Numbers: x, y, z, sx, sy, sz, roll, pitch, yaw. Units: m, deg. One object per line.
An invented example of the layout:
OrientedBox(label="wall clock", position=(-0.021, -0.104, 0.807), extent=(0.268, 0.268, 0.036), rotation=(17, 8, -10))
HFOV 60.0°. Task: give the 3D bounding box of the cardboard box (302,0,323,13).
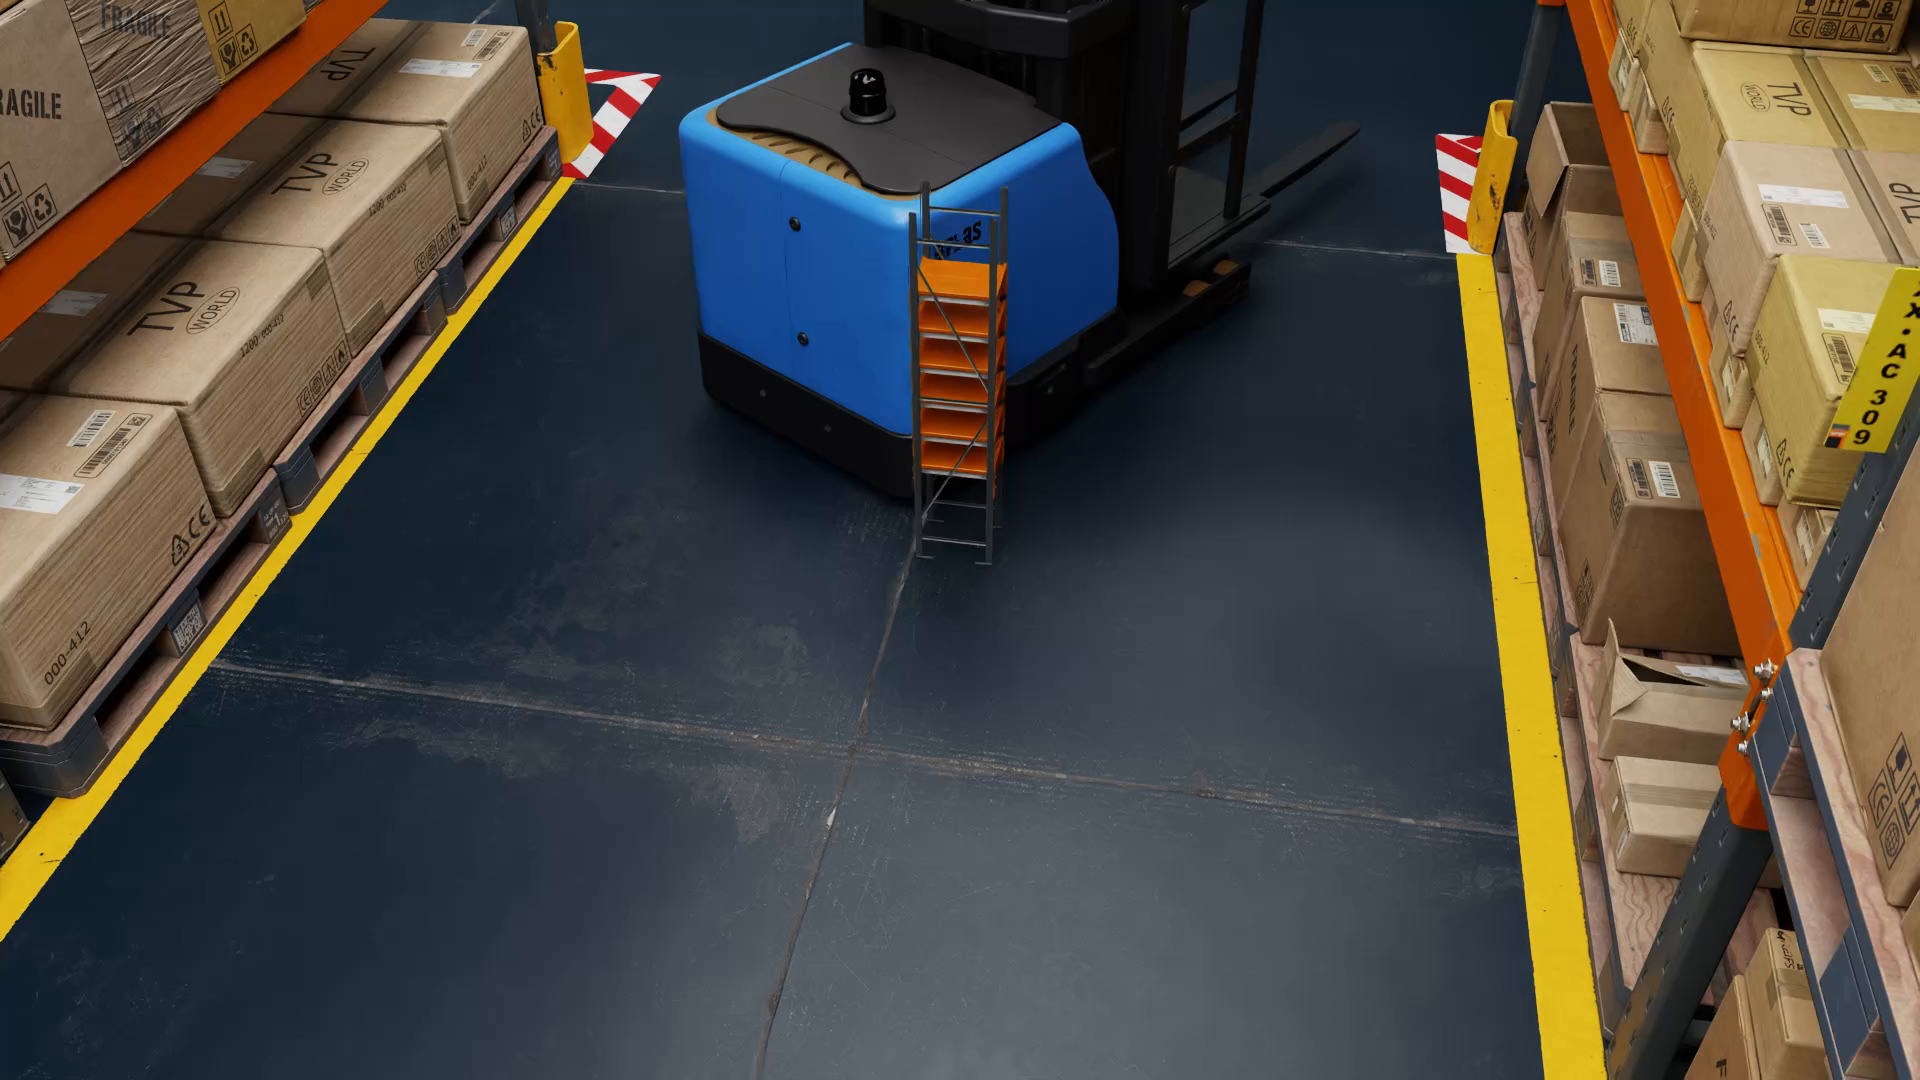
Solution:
OrientedBox(label="cardboard box", position=(-2.239, -2.006, 5.243), extent=(0.500, 0.500, 0.500), rotation=(7, 40, 9))

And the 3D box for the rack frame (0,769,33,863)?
OrientedBox(label="rack frame", position=(-2.928, -0.426, 3.411), extent=(1.000, 3.000, 0.127), rotation=(6, 40, 8))

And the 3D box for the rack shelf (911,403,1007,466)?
OrientedBox(label="rack shelf", position=(-0.002, -0.327, 4.961), extent=(0.258, 0.103, 0.180), rotation=(6, 40, 8))

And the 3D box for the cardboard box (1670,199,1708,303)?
OrientedBox(label="cardboard box", position=(1.902, -0.669, 3.902), extent=(0.380, 0.149, 0.250), rotation=(6, 40, 7))

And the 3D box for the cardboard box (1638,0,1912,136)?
OrientedBox(label="cardboard box", position=(2.071, -1.235, 4.274), extent=(0.500, 0.250, 0.500), rotation=(5, 40, 7))

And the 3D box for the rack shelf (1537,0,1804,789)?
OrientedBox(label="rack shelf", position=(2.308, -0.859, 4.499), extent=(1.077, 0.370, 4.000), rotation=(6, 40, 8))

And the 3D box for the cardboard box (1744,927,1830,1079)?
OrientedBox(label="cardboard box", position=(1.638, 0.866, 2.971), extent=(0.380, 0.149, 0.250), rotation=(8, 40, 10))

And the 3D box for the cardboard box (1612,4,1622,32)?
OrientedBox(label="cardboard box", position=(2.213, -1.633, 5.068), extent=(0.380, 0.149, 0.250), rotation=(8, 40, 9))

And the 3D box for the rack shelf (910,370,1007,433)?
OrientedBox(label="rack shelf", position=(-0.002, -0.419, 4.885), extent=(0.258, 0.103, 0.180), rotation=(6, 40, 8))

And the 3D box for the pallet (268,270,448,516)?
OrientedBox(label="pallet", position=(-2.510, -0.588, 5.795), extent=(1.003, 0.211, 1.213), rotation=(6, 40, 8))

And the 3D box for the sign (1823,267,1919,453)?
OrientedBox(label="sign", position=(1.426, -0.269, 2.543), extent=(0.100, 0.325, 0.005), rotation=(6, 40, 8))

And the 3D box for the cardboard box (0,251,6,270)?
OrientedBox(label="cardboard box", position=(-2.588, -0.730, 3.700), extent=(0.500, 0.500, 0.500), rotation=(8, 40, 9))

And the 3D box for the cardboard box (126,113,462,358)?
OrientedBox(label="cardboard box", position=(-2.401, -1.110, 5.920), extent=(0.875, 0.438, 0.875), rotation=(7, 40, 9))

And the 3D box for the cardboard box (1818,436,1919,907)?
OrientedBox(label="cardboard box", position=(1.658, 0.198, 2.249), extent=(0.700, 0.500, 0.500), rotation=(7, 40, 9))

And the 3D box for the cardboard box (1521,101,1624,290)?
OrientedBox(label="cardboard box", position=(2.455, -1.218, 5.998), extent=(0.797, 0.503, 0.637), rotation=(5, 40, 6))

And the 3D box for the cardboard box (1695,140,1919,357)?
OrientedBox(label="cardboard box", position=(1.882, -0.600, 3.506), extent=(0.500, 0.250, 0.500), rotation=(7, 40, 8))

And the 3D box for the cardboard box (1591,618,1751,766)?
OrientedBox(label="cardboard box", position=(1.831, 0.405, 4.222), extent=(0.396, 0.266, 0.258), rotation=(8, 40, 9))

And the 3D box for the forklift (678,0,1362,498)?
OrientedBox(label="forklift", position=(0.453, -2.124, 5.519), extent=(1.130, 2.935, 3.031), rotation=(29, 48, 30))

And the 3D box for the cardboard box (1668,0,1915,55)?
OrientedBox(label="cardboard box", position=(2.051, -1.541, 4.055), extent=(0.500, 0.500, 0.500), rotation=(7, 40, 9))

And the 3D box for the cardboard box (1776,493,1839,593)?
OrientedBox(label="cardboard box", position=(1.768, -0.012, 3.108), extent=(0.380, 0.149, 0.250), rotation=(7, 40, 8))

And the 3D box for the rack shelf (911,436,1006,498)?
OrientedBox(label="rack shelf", position=(-0.003, -0.234, 5.038), extent=(0.258, 0.103, 0.180), rotation=(6, 40, 8))

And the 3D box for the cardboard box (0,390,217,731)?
OrientedBox(label="cardboard box", position=(-2.713, 0.018, 4.556), extent=(0.875, 0.438, 0.875), rotation=(6, 40, 7))

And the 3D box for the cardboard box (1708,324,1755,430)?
OrientedBox(label="cardboard box", position=(1.813, -0.344, 3.509), extent=(0.380, 0.149, 0.250), rotation=(7, 40, 9))

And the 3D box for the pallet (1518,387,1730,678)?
OrientedBox(label="pallet", position=(2.291, -0.005, 5.090), extent=(1.003, 0.211, 1.213), rotation=(6, 40, 8))

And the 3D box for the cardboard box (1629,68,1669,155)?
OrientedBox(label="cardboard box", position=(2.030, -1.148, 4.481), extent=(0.380, 0.149, 0.250), rotation=(7, 40, 9))

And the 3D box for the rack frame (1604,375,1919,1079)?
OrientedBox(label="rack frame", position=(1.962, 0.119, 2.752), extent=(1.000, 3.000, 0.127), rotation=(6, 40, 8))

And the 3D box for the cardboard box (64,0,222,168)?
OrientedBox(label="cardboard box", position=(-2.405, -1.357, 4.458), extent=(0.500, 0.500, 0.500), rotation=(7, 40, 8))

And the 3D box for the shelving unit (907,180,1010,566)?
OrientedBox(label="shelving unit", position=(-0.002, -0.453, 4.857), extent=(0.258, 1.200, 0.189), rotation=(6, 40, 8))

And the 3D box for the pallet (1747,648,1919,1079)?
OrientedBox(label="pallet", position=(1.716, 0.683, 2.221), extent=(1.003, 0.211, 1.213), rotation=(6, 40, 8))

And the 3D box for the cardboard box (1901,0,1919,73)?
OrientedBox(label="cardboard box", position=(2.564, -1.168, 4.193), extent=(0.500, 0.250, 0.500), rotation=(6, 40, 8))

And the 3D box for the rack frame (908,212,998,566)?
OrientedBox(label="rack frame", position=(-0.018, -0.396, 4.787), extent=(0.240, 1.200, 0.006), rotation=(6, 40, 8))

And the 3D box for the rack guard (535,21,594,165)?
OrientedBox(label="rack guard", position=(-2.231, -1.988, 7.262), extent=(1.175, 0.500, 0.348), rotation=(6, 40, 8))

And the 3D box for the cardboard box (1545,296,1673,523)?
OrientedBox(label="cardboard box", position=(2.079, -0.363, 4.968), extent=(0.500, 0.500, 0.500), rotation=(7, 40, 8))
